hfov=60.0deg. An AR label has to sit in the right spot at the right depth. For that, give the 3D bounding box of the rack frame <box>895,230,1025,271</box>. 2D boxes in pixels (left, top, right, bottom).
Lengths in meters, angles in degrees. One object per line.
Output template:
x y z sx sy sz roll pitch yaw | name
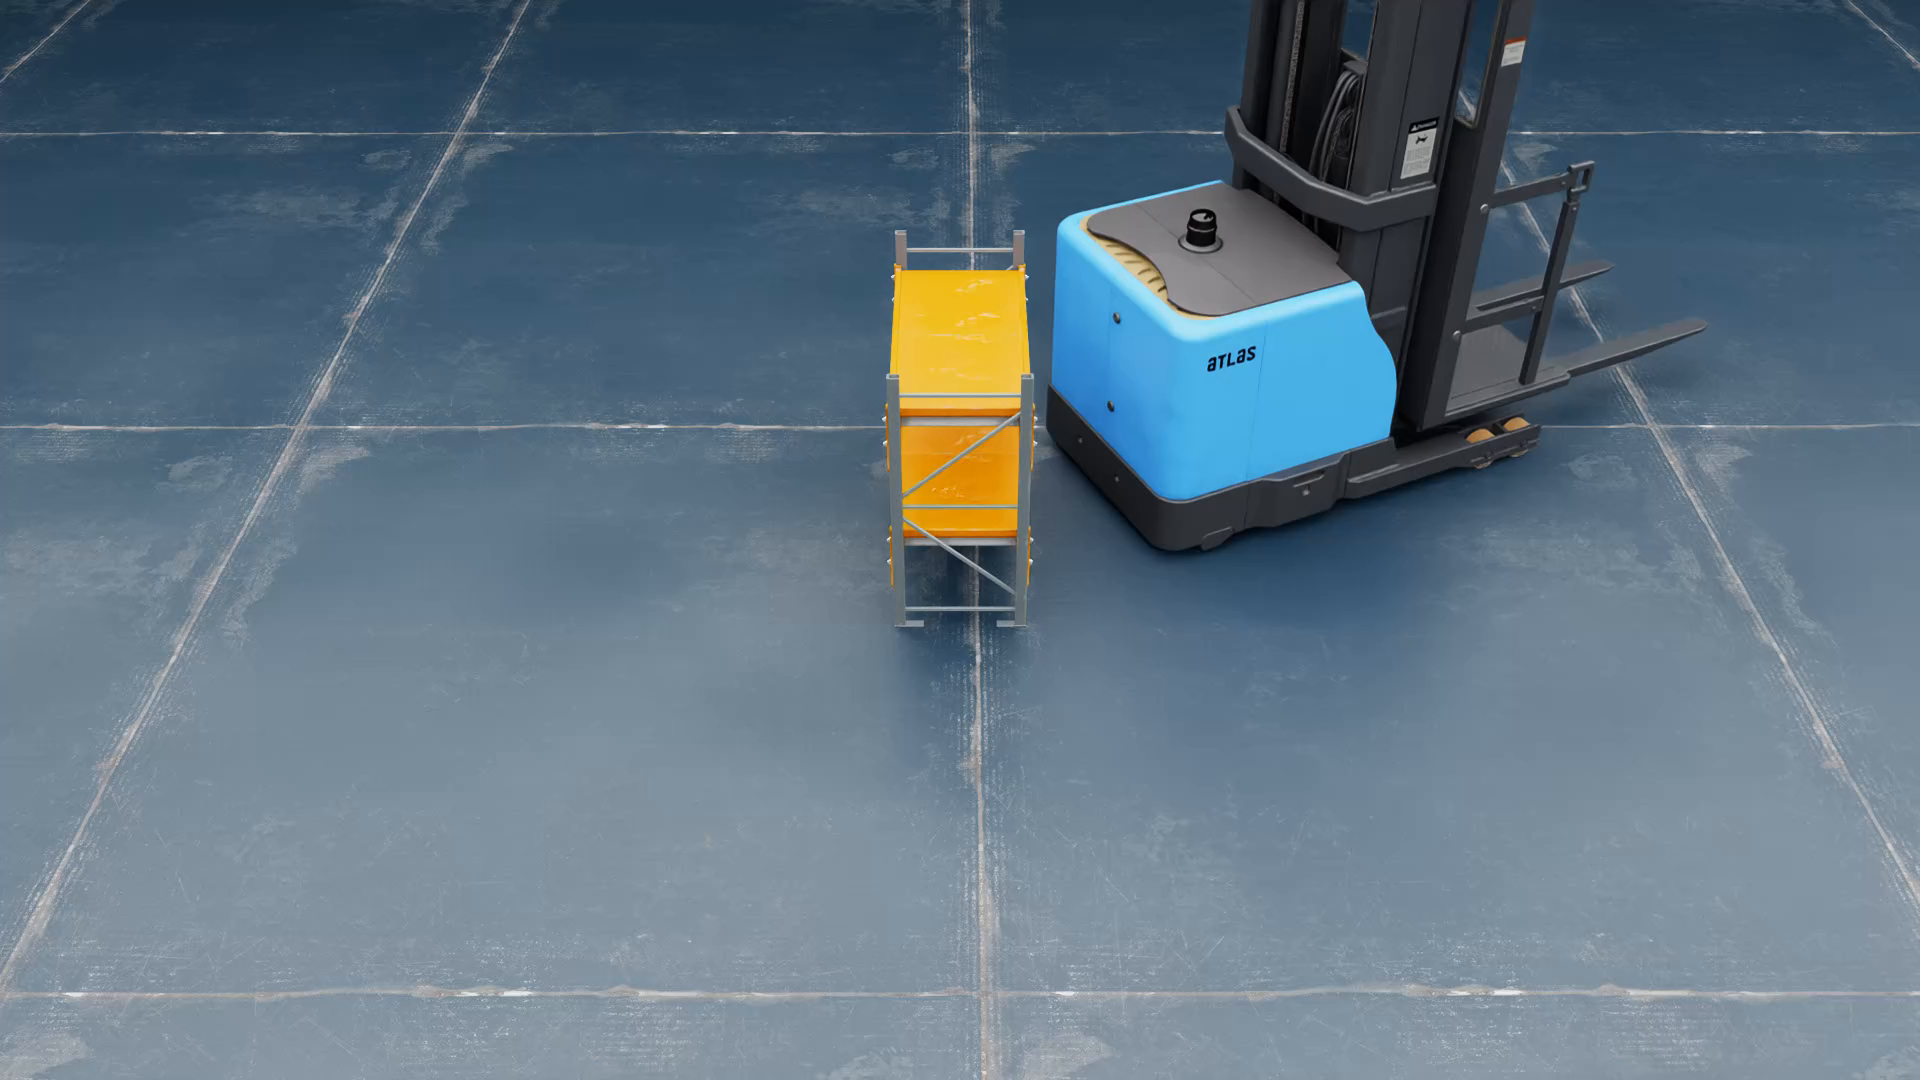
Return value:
-0.001 -0.753 6.790 0.500 1.125 0.032 0 39 0 | rack frame

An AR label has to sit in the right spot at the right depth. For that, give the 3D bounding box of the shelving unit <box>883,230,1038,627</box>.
0.000 -0.435 6.393 0.538 1.125 1.048 0 39 0 | shelving unit

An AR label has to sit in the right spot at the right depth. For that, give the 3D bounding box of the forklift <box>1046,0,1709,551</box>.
1.931 -1.731 6.567 3.031 2.935 1.130 -17 42 -20 | forklift

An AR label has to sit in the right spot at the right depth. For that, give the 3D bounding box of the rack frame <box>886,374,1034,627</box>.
0.001 -0.117 5.996 0.500 1.125 0.032 0 39 0 | rack frame

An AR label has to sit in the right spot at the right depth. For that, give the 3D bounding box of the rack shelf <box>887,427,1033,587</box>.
0.000 -0.244 6.546 0.538 0.278 1.000 0 39 0 | rack shelf

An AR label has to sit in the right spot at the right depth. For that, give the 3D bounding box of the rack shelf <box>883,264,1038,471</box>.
0.000 -0.663 6.210 0.538 0.278 1.000 0 39 0 | rack shelf
